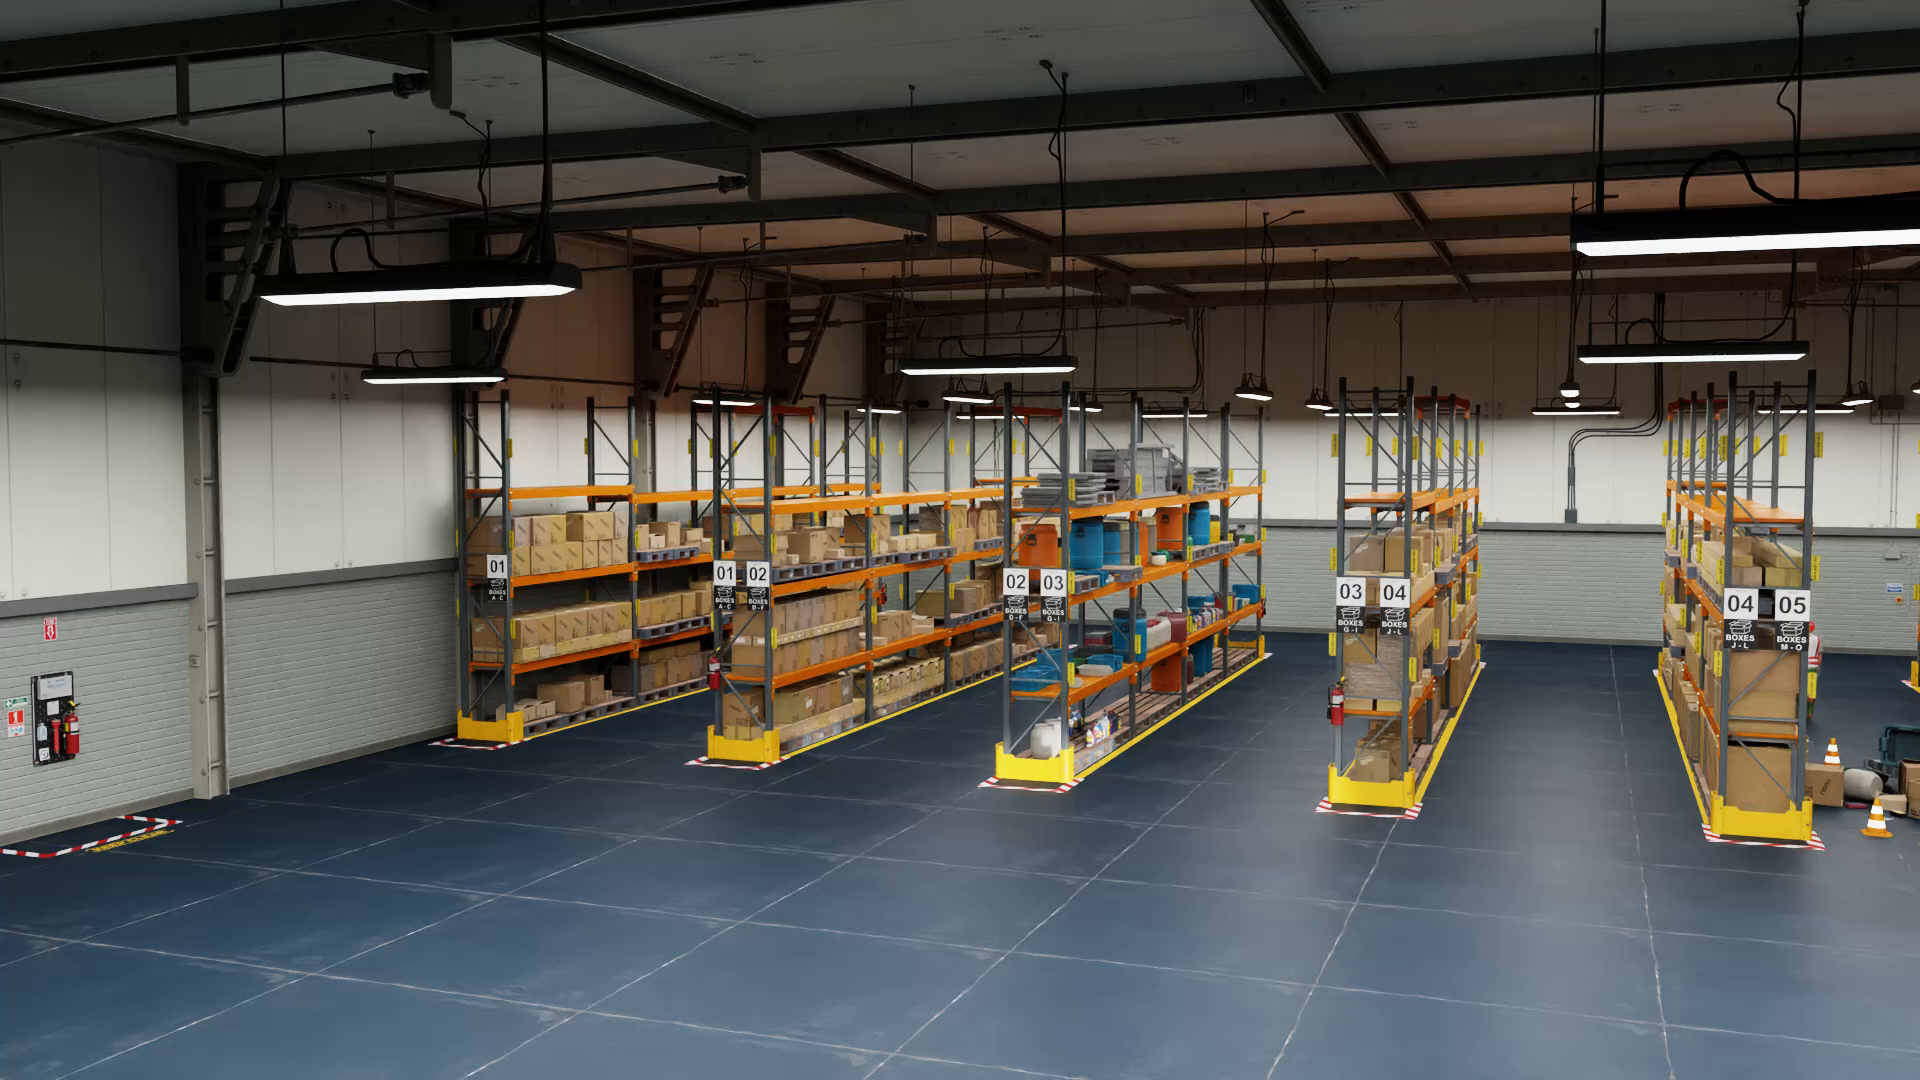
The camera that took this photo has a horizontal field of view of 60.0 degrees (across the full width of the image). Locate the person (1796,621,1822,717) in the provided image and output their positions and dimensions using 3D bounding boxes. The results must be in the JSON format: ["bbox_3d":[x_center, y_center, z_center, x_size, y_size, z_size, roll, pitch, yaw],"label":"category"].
[{"bbox_3d":[15.806,2.393,31.017,0.552,1.782,0.485,0,3,7],"label":"person"}]
